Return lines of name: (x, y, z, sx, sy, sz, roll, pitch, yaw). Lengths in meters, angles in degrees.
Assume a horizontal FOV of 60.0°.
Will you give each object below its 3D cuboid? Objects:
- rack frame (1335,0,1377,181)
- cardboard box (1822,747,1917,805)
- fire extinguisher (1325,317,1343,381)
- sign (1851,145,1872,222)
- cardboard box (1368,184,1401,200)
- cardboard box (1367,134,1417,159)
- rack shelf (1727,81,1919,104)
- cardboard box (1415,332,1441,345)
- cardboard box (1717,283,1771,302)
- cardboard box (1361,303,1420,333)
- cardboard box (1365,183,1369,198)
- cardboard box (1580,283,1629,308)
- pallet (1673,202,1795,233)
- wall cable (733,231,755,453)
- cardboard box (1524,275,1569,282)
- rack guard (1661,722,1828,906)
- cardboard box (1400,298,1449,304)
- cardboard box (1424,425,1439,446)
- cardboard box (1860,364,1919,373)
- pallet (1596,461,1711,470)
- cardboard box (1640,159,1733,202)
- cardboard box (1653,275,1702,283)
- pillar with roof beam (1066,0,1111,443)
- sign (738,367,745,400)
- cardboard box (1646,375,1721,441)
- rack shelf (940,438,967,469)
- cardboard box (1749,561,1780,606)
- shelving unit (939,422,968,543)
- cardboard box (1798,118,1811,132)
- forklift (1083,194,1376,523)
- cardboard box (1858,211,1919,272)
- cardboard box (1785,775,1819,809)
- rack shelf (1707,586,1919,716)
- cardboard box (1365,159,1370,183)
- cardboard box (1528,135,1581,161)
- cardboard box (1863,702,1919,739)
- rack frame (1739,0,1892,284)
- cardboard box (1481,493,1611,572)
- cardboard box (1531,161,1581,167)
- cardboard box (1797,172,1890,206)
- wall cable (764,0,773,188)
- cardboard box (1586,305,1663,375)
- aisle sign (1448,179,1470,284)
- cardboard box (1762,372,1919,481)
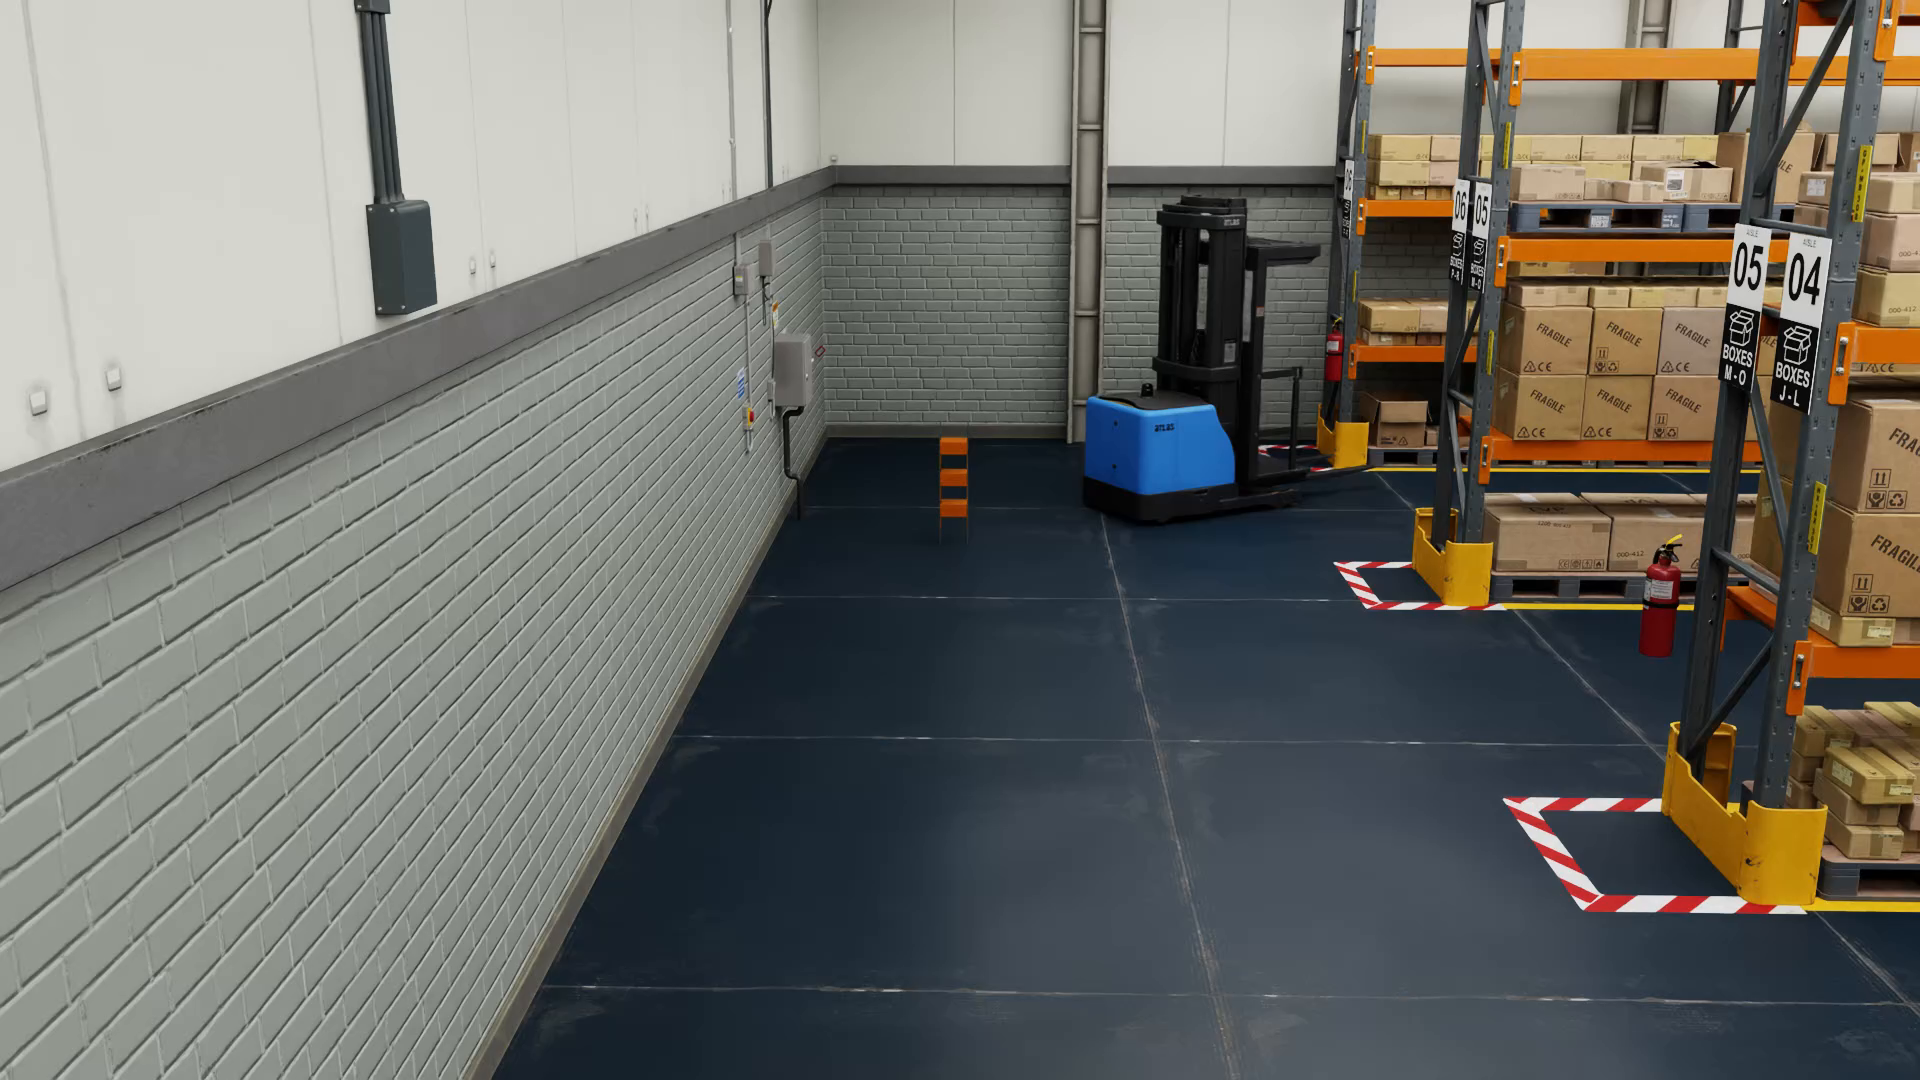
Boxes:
rack frame: (4.098, -5.251, 17.102, 0.127, 3.000, 1.000, 0, 15, 1)
cardboard box: (4.465, 1.157, 8.175, 0.250, 0.149, 0.380, 0, 15, -1)
fire extinguisher: (3.940, -2.015, 17.482, 0.183, 0.674, 0.296, 0, 15, 1)
sign: (3.936, -1.556, 7.263, 0.005, 0.325, 0.100, 0, 15, 1)
cardboard box: (4.411, -3.618, 17.284, 0.250, 0.149, 0.380, 1, 15, 3)
cardboard box: (4.550, -4.182, 17.661, 0.500, 0.250, 0.500, 0, 15, 0)
rack shelf: (10.097, -4.670, 17.097, 4.000, 0.370, 1.077, 0, 15, 1)
cardboard box: (4.939, -2.174, 17.692, 0.250, 0.149, 0.380, 0, 15, 1)
cardboard box: (5.872, -1.836, 12.491, 0.250, 0.149, 0.380, 0, 15, 0)
cardboard box: (4.545, -2.350, 17.577, 0.500, 0.250, 0.500, 0, 15, 2)
cardboard box: (4.424, -3.736, 17.732, 0.250, 0.149, 0.380, 1, 15, 3)
cardboard box: (4.844, -1.842, 12.515, 0.250, 0.149, 0.380, 1, 15, 3)
pallet: (5.940, -2.482, 12.662, 1.213, 0.211, 1.003, 0, 15, 1)
wall cable: (-1.662, -1.621, 13.052, 0.123, 1.953, 0.585, 0, 15, 1)
cardboard box: (4.594, -1.983, 13.048, 0.250, 0.149, 0.380, 1, 15, 2)
rack guard: (4.026, 1.388, 8.599, 0.348, 0.500, 1.175, 0, 15, 1)
cardboard box: (5.081, -2.482, 18.080, 0.500, 0.250, 0.500, 0, 15, 2)
cardboard box: (5.131, -1.134, 18.023, 0.250, 0.149, 0.380, 0, 15, -1)
cardboard box: (6.988, -1.528, 12.595, 0.500, 0.500, 0.500, 0, 15, 1)
pallet: (7.411, -0.980, 18.142, 1.213, 0.211, 1.003, 0, 15, 1)
cardboard box: (5.471, -2.720, 12.546, 0.500, 0.311, 0.500, 1, 15, 2)
cardboard box: (5.616, -1.984, 13.052, 0.250, 0.149, 0.380, 1, 15, 3)
pillar with roof beam: (1.316, -4.400, 13.879, 0.400, 9.000, 9.100, 0, 15, 1)
sign: (-1.724, -1.234, 13.106, 0.001, 0.218, 0.327, 0, 15, 1)
cardboard box: (5.462, -1.052, 12.752, 0.500, 0.500, 0.500, 0, 15, 1)
rack shelf: (-0.053, -0.772, 14.638, 0.240, 0.259, 0.215, 0, 15, 1)
cardboard box: (4.283, 0.230, 8.579, 0.250, 0.149, 0.380, 0, 15, 1)
shelving unit: (-0.053, -0.508, 14.707, 0.252, 1.050, 0.215, 0, 15, 1)
cardboard box: (8.670, -4.271, 17.345, 0.258, 0.266, 0.396, 0, 15, 1)
forklift: (2.721, -1.825, 16.012, 3.031, 2.935, 1.130, -8, 17, -29)
cardboard box: (4.392, -1.372, 7.593, 0.500, 0.250, 0.500, 1, 15, 2)
cardboard box: (4.482, 1.305, 8.781, 0.250, 0.149, 0.380, 1, 15, 2)
rack shelf: (5.949, 0.540, 8.324, 4.000, 0.370, 1.077, 0, 15, 1)
cardboard box: (4.550, -3.938, 17.718, 0.500, 0.250, 0.500, 0, 15, 0)
cardboard box: (6.056, -4.038, 17.116, 0.500, 0.250, 0.500, 1, 15, 3)
cardboard box: (4.998, 0.991, 8.803, 0.250, 0.149, 0.380, 0, 15, 0)
rack frame: (3.950, -2.722, 7.517, 0.127, 3.000, 1.000, 0, 15, 1)
cardboard box: (4.638, -0.070, 13.423, 0.875, 0.438, 0.875, 0, 15, 0)
cardboard box: (6.073, -3.797, 17.183, 0.500, 0.250, 0.500, 0, 15, 1)
cardboard box: (4.290, -1.706, 8.080, 0.250, 0.149, 0.380, 0, 15, 1)
wall cable: (-1.587, -4.870, 15.586, 0.133, 3.039, 2.988, 0, 15, 1)
cardboard box: (4.965, -1.539, 12.636, 0.500, 0.500, 0.500, 0, 15, 0)
aisle sign: (3.911, -2.421, 13.039, 0.004, 0.787, 0.394, 0, 15, 1)
cardboard box: (4.414, -0.557, 8.333, 0.500, 0.500, 0.500, 0, 15, 0)
